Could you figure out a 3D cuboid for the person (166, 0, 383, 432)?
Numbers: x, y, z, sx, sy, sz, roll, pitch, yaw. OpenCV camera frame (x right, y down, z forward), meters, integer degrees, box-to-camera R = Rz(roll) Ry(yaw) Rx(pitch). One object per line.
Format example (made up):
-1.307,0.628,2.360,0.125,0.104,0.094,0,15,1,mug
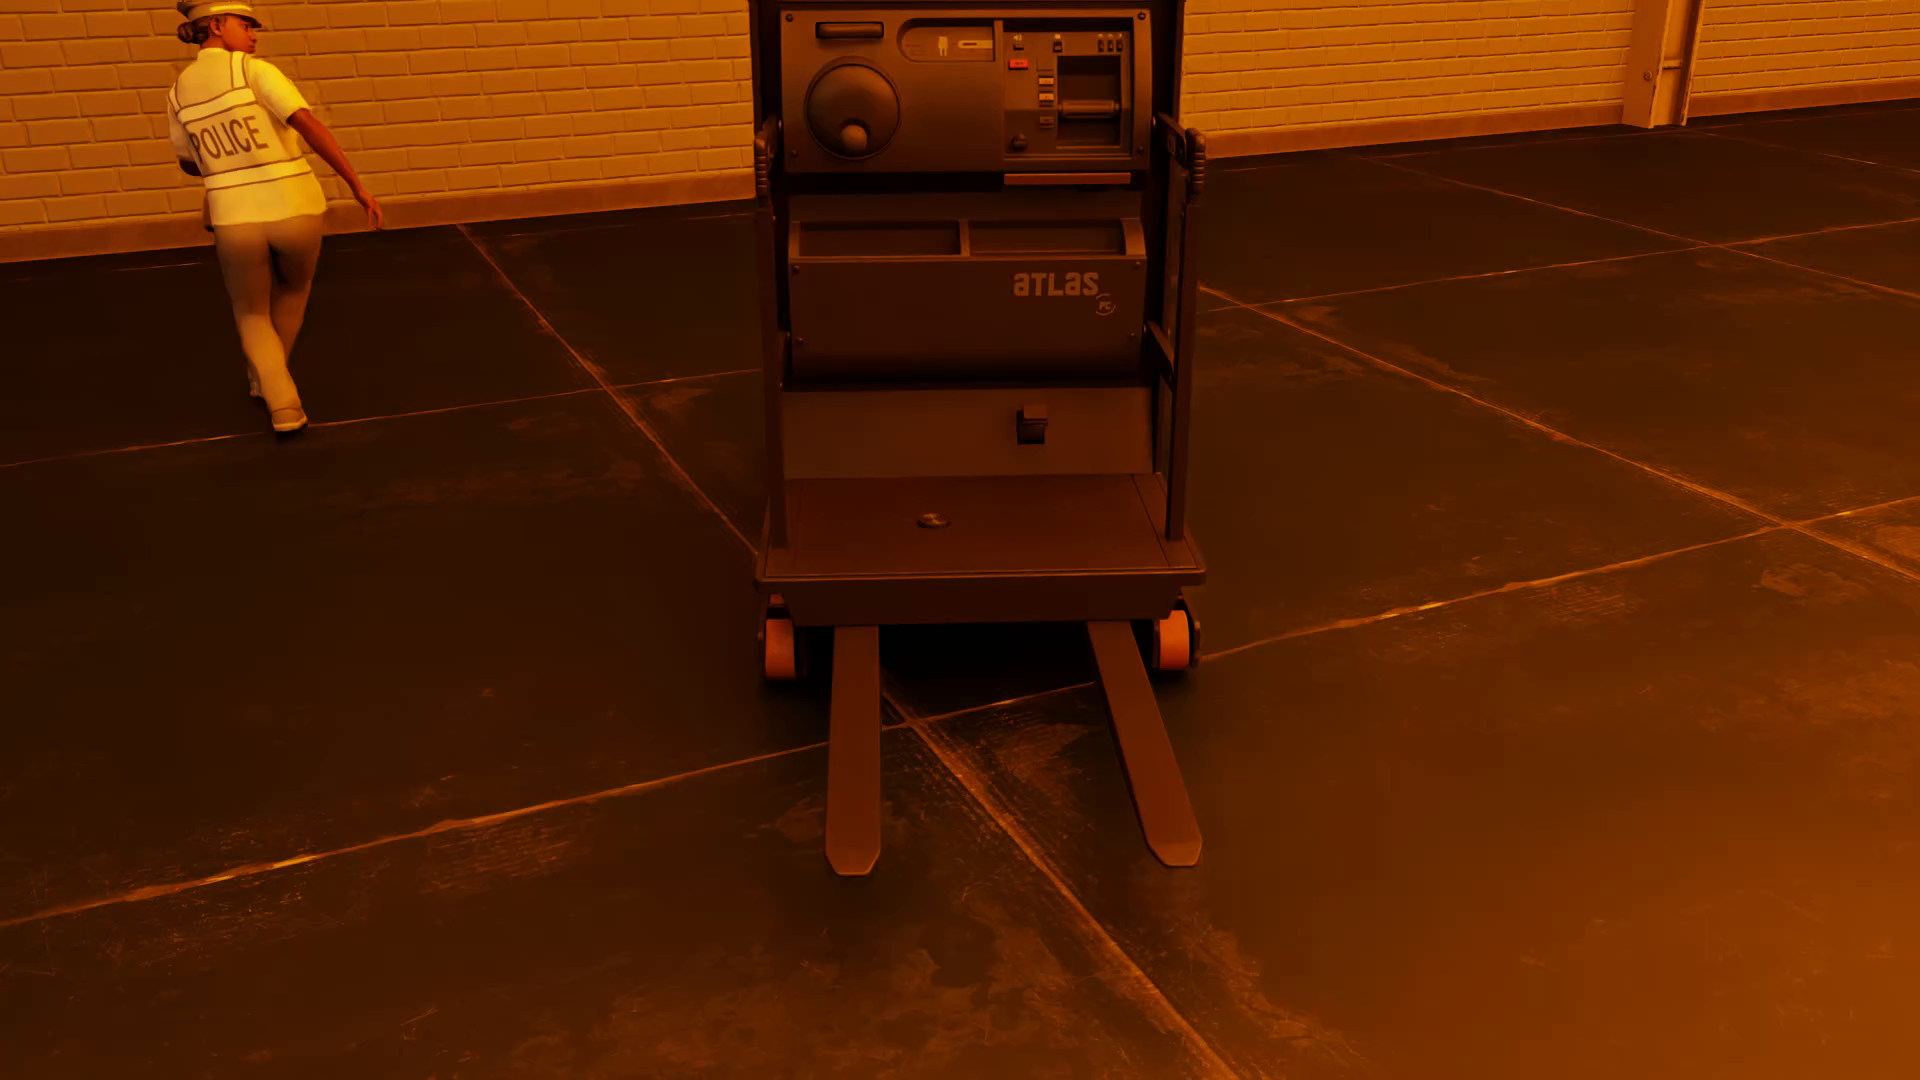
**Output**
-2.432,-1.198,6.016,0.704,1.552,0.770,-5,23,-12,person

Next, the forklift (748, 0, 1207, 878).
0.030,-1.120,3.982,1.130,2.935,3.031,-1,23,-3,forklift
